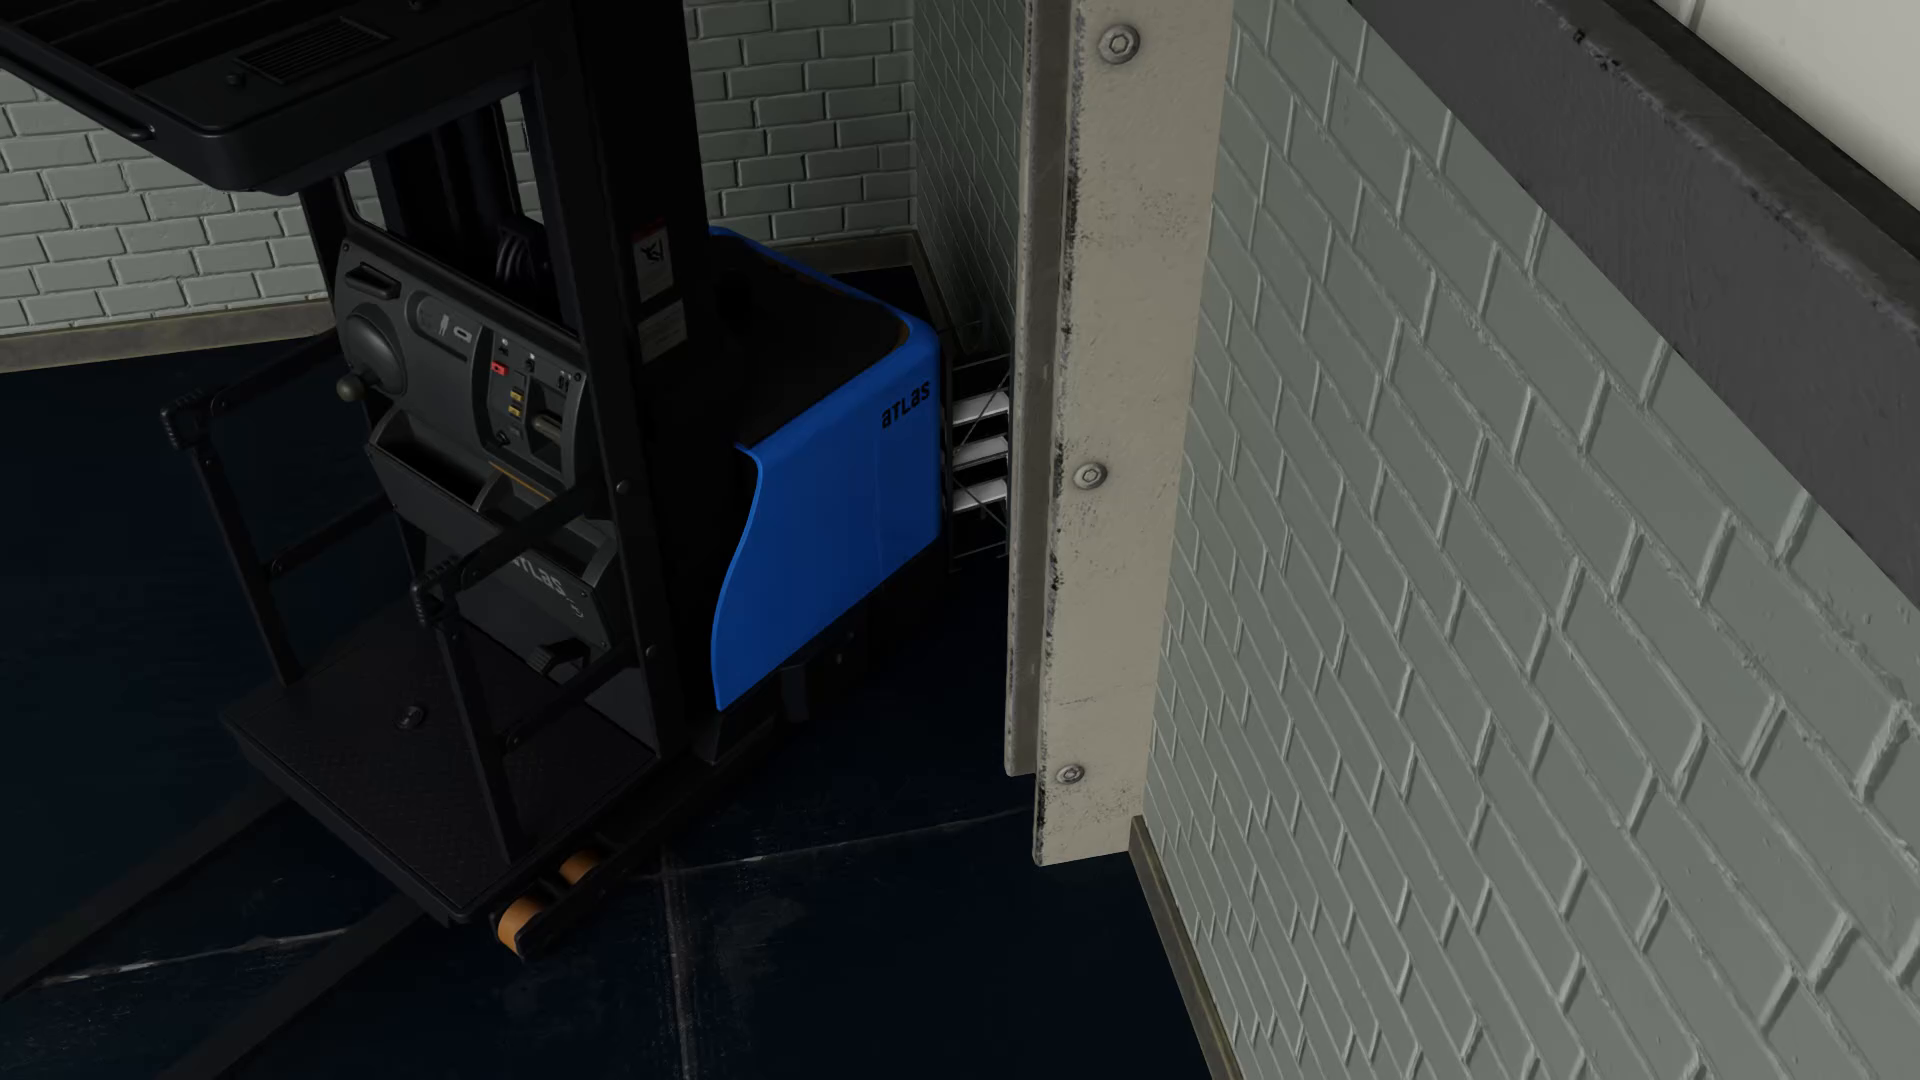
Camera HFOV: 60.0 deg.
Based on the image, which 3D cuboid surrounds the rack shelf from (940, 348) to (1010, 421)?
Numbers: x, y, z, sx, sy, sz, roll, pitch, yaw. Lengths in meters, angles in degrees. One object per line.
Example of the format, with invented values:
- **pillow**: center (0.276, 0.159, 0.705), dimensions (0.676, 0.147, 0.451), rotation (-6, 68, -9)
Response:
- **rack shelf**: center (0.024, -0.496, 5.274), dimensions (0.258, 0.077, 0.200), rotation (-17, 44, -18)

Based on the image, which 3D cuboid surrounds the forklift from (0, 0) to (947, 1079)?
- **forklift**: center (-1.363, -0.356, 3.943), dimensions (1.130, 2.935, 3.031), rotation (28, 49, 28)

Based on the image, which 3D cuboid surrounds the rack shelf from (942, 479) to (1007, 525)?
- **rack shelf**: center (0.024, -0.159, 5.573), dimensions (0.258, 0.077, 0.200), rotation (-17, 44, -18)

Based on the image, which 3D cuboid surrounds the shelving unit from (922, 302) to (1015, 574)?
- **shelving unit**: center (0.024, -0.319, 5.431), dimensions (0.258, 0.900, 0.210), rotation (-17, 44, -18)

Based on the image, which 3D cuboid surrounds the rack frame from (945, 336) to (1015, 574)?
- **rack frame**: center (0.066, -0.258, 5.362), dimensions (0.240, 0.900, 0.006), rotation (-17, 44, -18)

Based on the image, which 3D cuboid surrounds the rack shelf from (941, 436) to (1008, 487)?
- **rack shelf**: center (0.024, -0.294, 5.453), dimensions (0.258, 0.077, 0.200), rotation (-17, 44, -18)

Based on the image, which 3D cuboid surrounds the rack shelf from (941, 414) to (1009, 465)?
- **rack shelf**: center (0.024, -0.361, 5.394), dimensions (0.258, 0.077, 0.200), rotation (-17, 44, -18)

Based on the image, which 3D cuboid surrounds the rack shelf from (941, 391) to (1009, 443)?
- **rack shelf**: center (0.024, -0.429, 5.334), dimensions (0.258, 0.077, 0.200), rotation (-17, 44, -18)

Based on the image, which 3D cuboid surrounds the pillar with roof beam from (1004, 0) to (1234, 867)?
- **pillar with roof beam**: center (-3.880, -1.974, 1.195), dimensions (9.100, 9.000, 0.400), rotation (-8, 42, -9)

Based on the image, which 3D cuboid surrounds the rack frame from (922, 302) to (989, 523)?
- **rack frame**: center (-0.019, -0.380, 5.500), dimensions (0.240, 0.900, 0.006), rotation (-17, 44, -18)

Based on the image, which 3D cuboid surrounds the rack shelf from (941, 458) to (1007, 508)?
- **rack shelf**: center (0.024, -0.227, 5.513), dimensions (0.258, 0.077, 0.200), rotation (-17, 44, -18)
